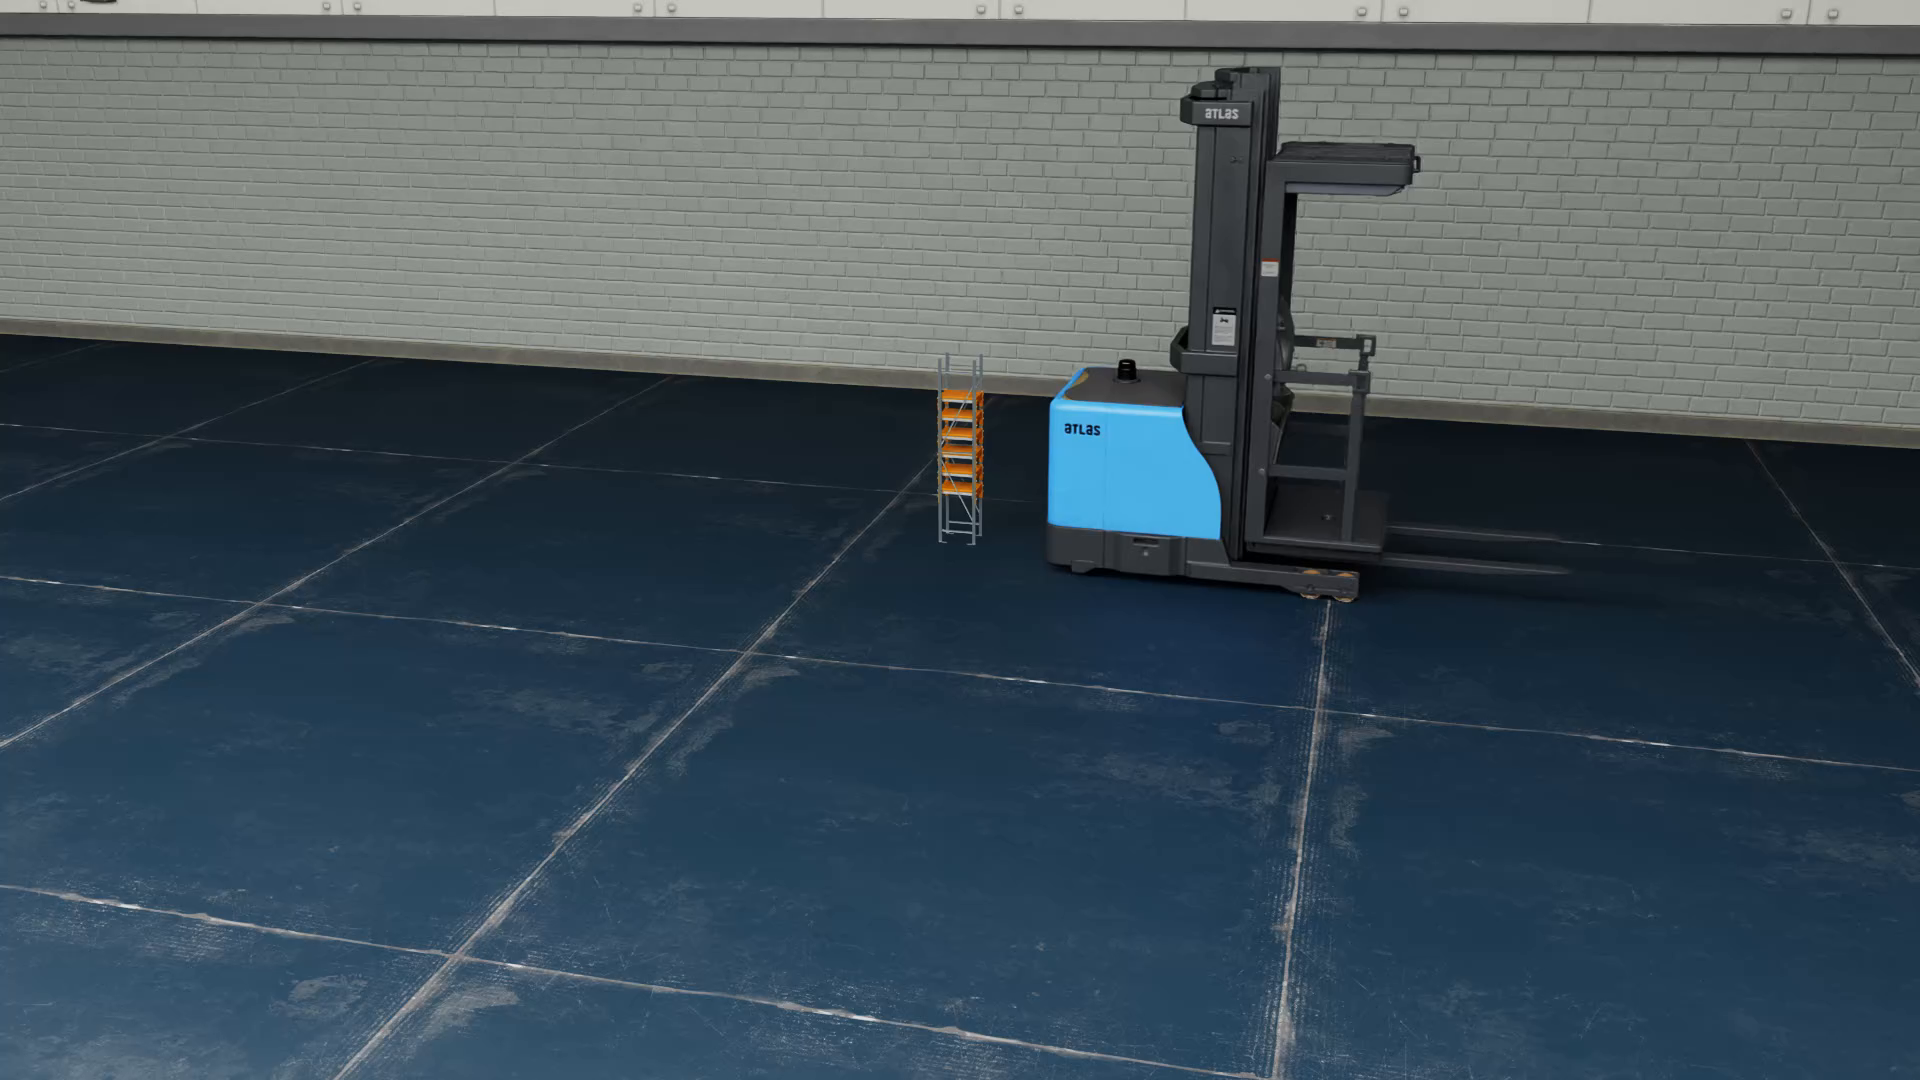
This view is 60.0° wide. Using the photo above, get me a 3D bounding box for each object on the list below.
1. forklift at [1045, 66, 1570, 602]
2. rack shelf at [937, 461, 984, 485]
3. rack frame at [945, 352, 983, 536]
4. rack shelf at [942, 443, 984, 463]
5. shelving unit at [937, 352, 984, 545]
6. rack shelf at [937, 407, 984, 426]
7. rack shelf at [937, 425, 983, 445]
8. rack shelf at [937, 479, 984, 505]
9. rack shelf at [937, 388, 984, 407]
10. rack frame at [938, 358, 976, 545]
[{"bbox_3d":[2.091,-1.217,9.717,3.031,2.935,1.130,5,19,14],"label":"forklift"},{"bbox_3d":[0.004,-0.417,10.560,0.258,0.103,0.180,5,19,13],"label":"rack shelf"},{"bbox_3d":[0.026,-0.601,10.591,0.240,1.200,0.006,5,19,13],"label":"rack frame"},{"bbox_3d":[0.004,-0.530,10.521,0.258,0.103,0.180,5,19,13],"label":"rack shelf"},{"bbox_3d":[0.004,-0.572,10.507,0.258,1.200,0.189,5,19,13],"label":"shelving unit"},{"bbox_3d":[0.004,-0.757,10.444,0.258,0.103,0.180,5,19,13],"label":"rack shelf"},{"bbox_3d":[0.004,-0.644,10.482,0.258,0.103,0.180,5,19,13],"label":"rack shelf"},{"bbox_3d":[0.004,-0.303,10.599,0.258,0.103,0.180,5,19,13],"label":"rack shelf"},{"bbox_3d":[0.004,-0.871,10.405,0.258,0.103,0.180,5,19,13],"label":"rack shelf"},{"bbox_3d":[-0.019,-0.544,10.423,0.240,1.200,0.006,5,19,13],"label":"rack frame"}]
